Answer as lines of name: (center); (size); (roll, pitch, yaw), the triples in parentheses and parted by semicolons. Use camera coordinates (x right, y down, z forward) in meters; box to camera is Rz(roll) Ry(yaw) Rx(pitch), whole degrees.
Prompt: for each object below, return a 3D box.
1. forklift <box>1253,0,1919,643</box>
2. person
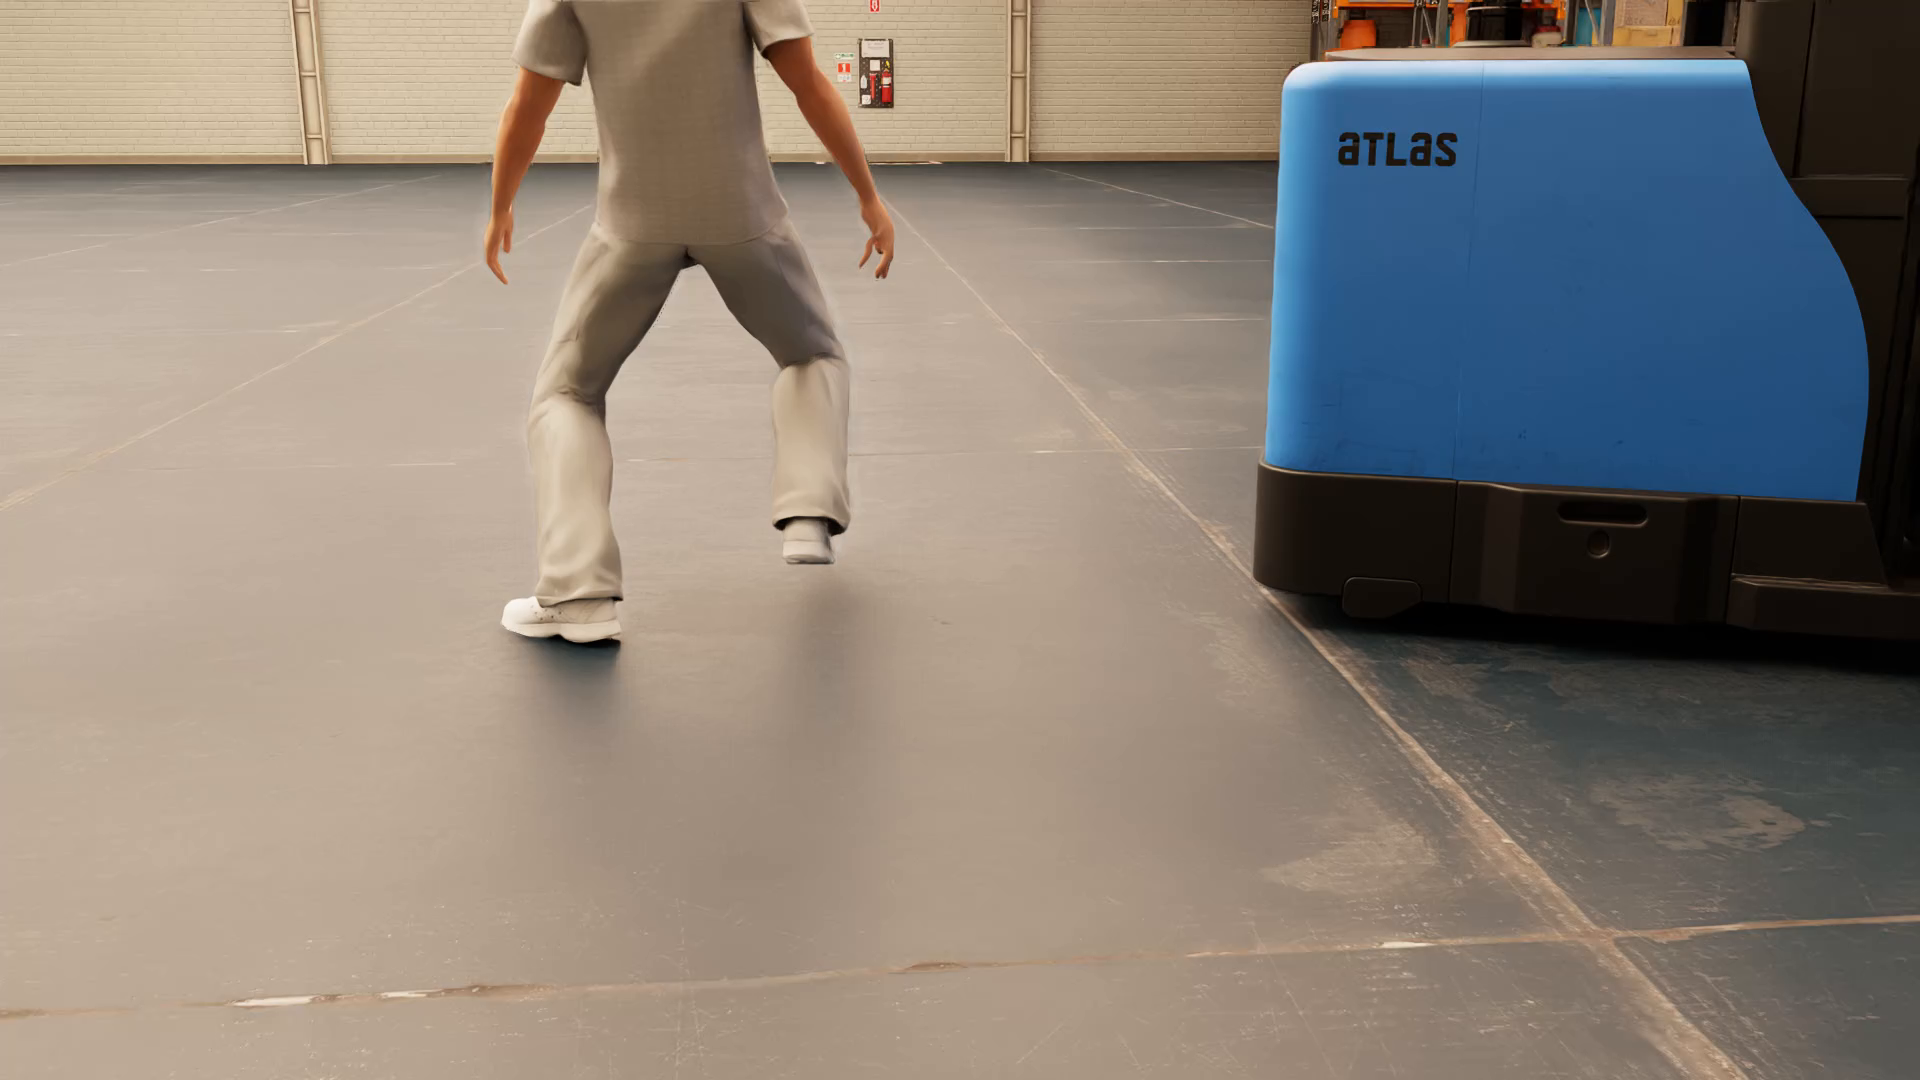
forklift: (2.168, -1.279, 3.036); (3.031, 2.935, 1.130); (4, 15, 15)
person: (-0.533, -0.619, 3.221); (0.809, 1.584, 0.543); (-1, 15, -4)
